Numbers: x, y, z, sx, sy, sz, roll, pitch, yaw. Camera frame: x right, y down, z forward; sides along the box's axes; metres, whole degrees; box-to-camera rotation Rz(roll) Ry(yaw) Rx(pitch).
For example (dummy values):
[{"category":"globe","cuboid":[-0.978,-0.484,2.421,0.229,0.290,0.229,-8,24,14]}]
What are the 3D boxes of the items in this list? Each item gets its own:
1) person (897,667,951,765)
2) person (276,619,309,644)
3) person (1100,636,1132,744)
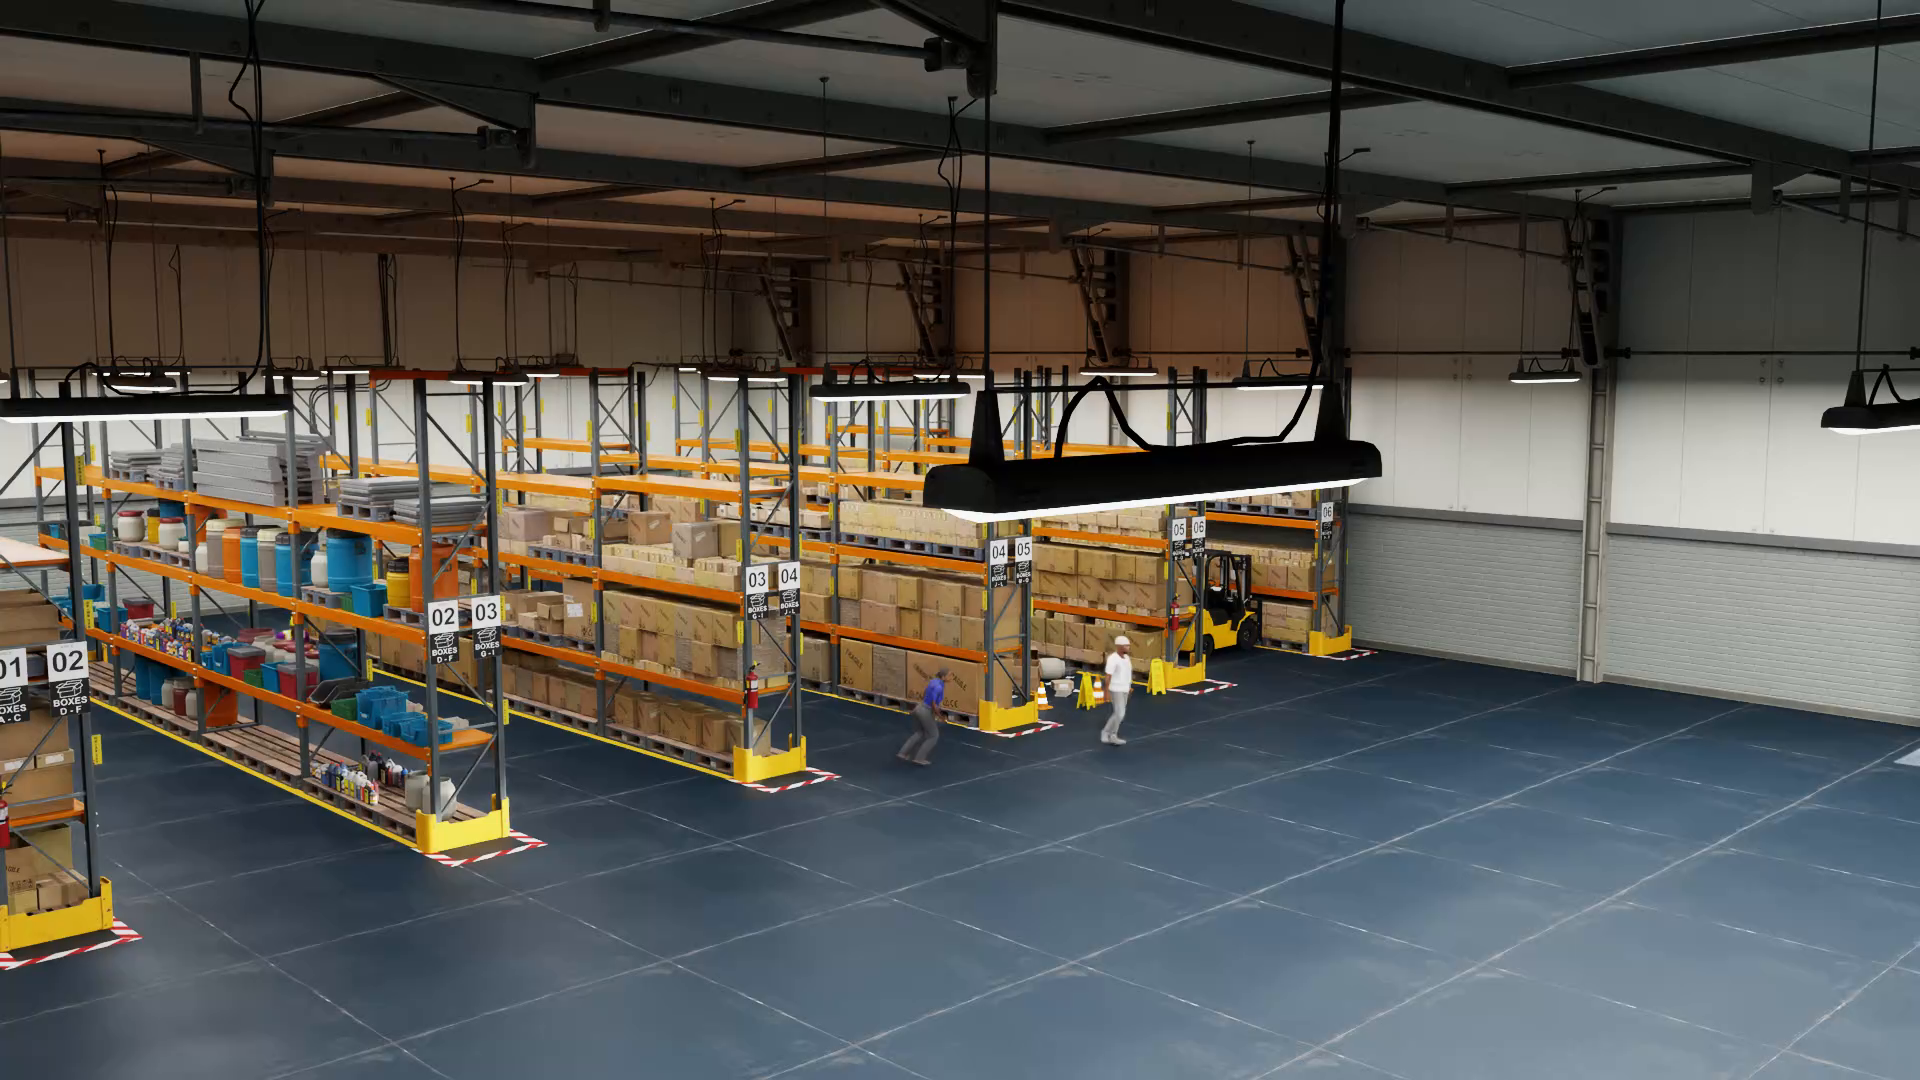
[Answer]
[{"category":"person","cuboid":[-0.553,2.700,25.548,0.793,1.532,0.585,-2,7,-18]},{"category":"person","cuboid":[-11.892,2.190,29.484,0.700,1.706,0.955,-6,9,-41]},{"category":"person","cuboid":[2.526,2.422,26.809,0.446,1.757,0.634,4,8,31]}]
